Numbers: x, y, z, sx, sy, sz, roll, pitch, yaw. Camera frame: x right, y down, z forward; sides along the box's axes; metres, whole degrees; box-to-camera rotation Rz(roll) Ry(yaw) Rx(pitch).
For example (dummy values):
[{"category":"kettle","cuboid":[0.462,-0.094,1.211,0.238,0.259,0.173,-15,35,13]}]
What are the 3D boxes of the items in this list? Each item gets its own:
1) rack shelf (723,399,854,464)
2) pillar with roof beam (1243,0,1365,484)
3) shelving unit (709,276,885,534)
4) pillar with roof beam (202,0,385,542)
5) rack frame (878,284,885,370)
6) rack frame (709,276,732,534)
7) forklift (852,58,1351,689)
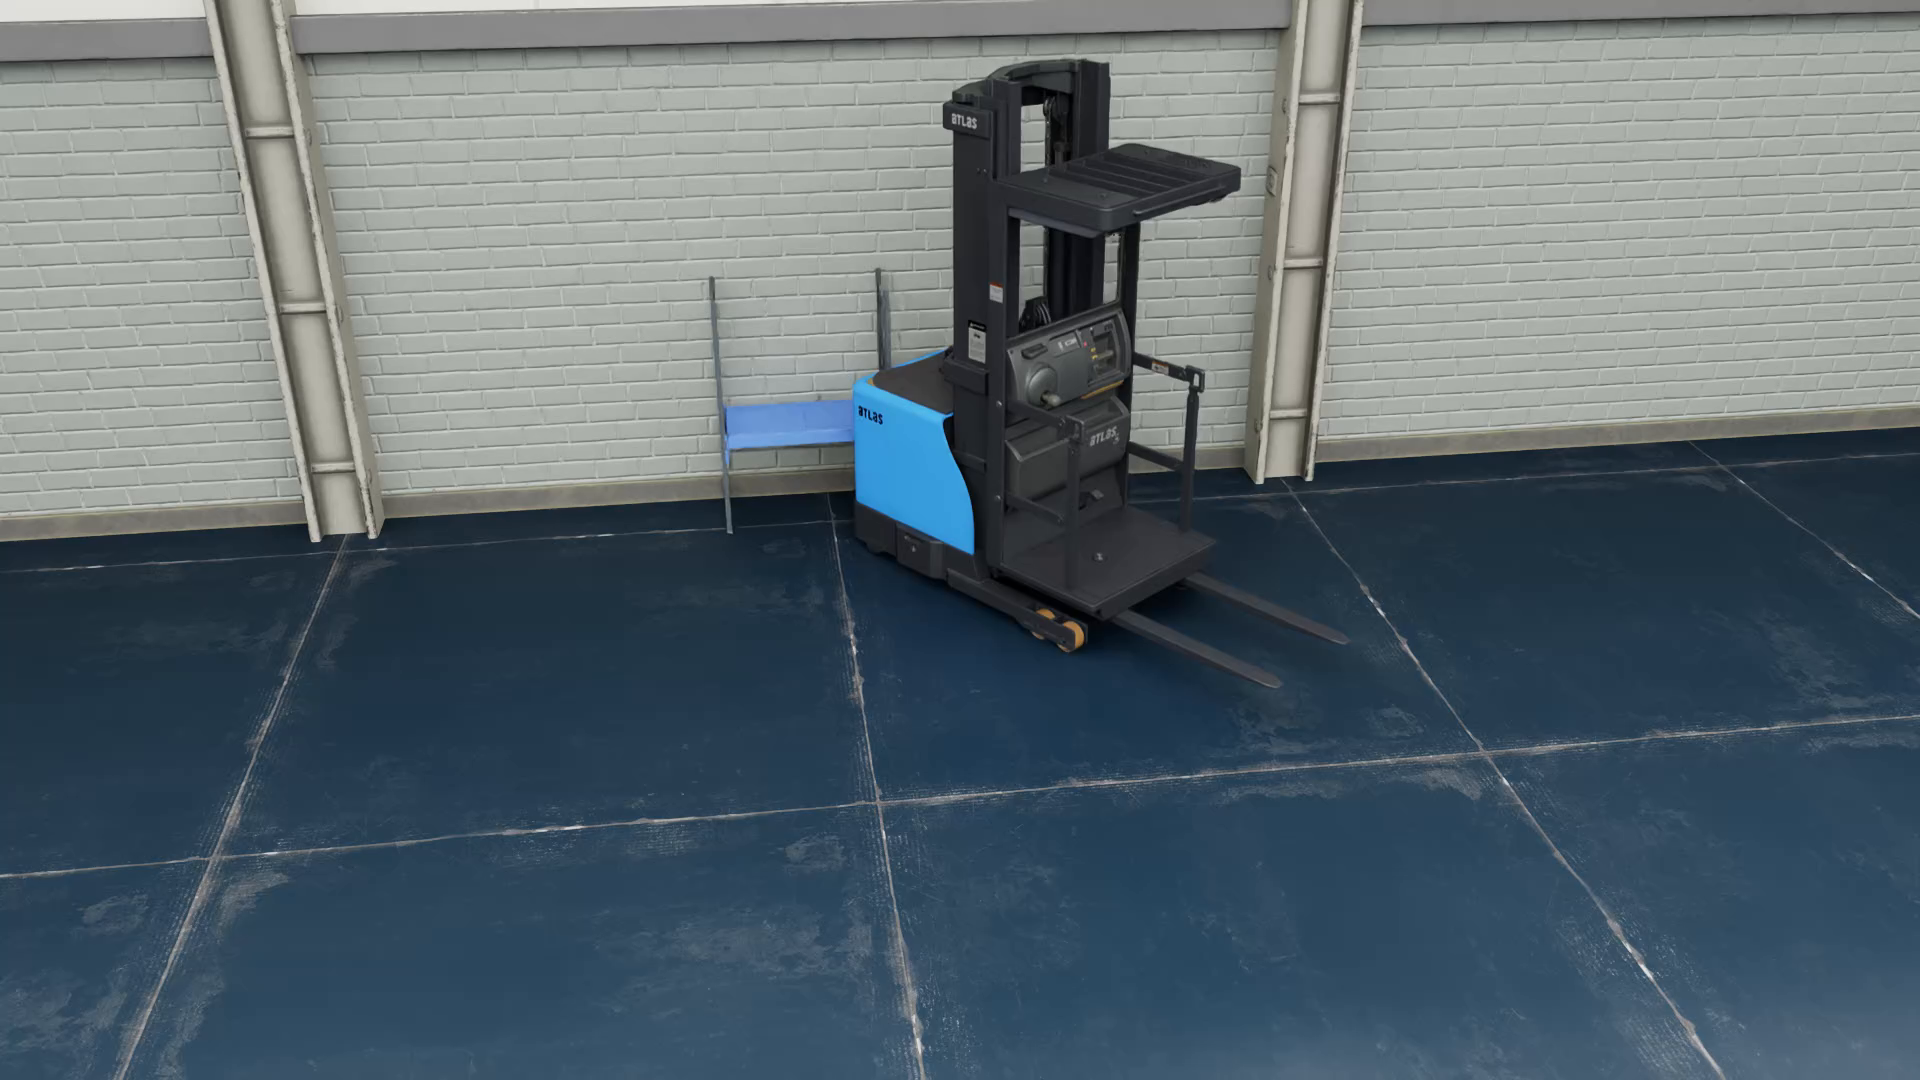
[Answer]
[{"category":"rack shelf","cuboid":[-0.964,-0.693,10.343,1.000,0.185,0.538,-4,26,-8]},{"category":"pillar with roof beam","cuboid":[2.724,-2.509,5.282,0.400,9.000,9.100,-4,27,-7]},{"category":"shelving unit","cuboid":[-0.970,-0.854,10.263,1.039,1.500,0.538,-4,26,-8]},{"category":"pillar with roof beam","cuboid":[-3.218,-2.127,4.539,0.400,9.000,9.100,-4,27,-7]},{"category":"rack frame","cuboid":[-0.463,-0.892,10.333,0.013,1.308,0.475,-4,26,-8]},{"category":"rack frame","cuboid":[-1.468,-0.819,10.196,0.032,1.500,0.500,-4,26,-8]},{"category":"forklift","cuboid":[0.750,-0.960,8.911,1.130,2.935,3.031,-24,36,-39]}]
